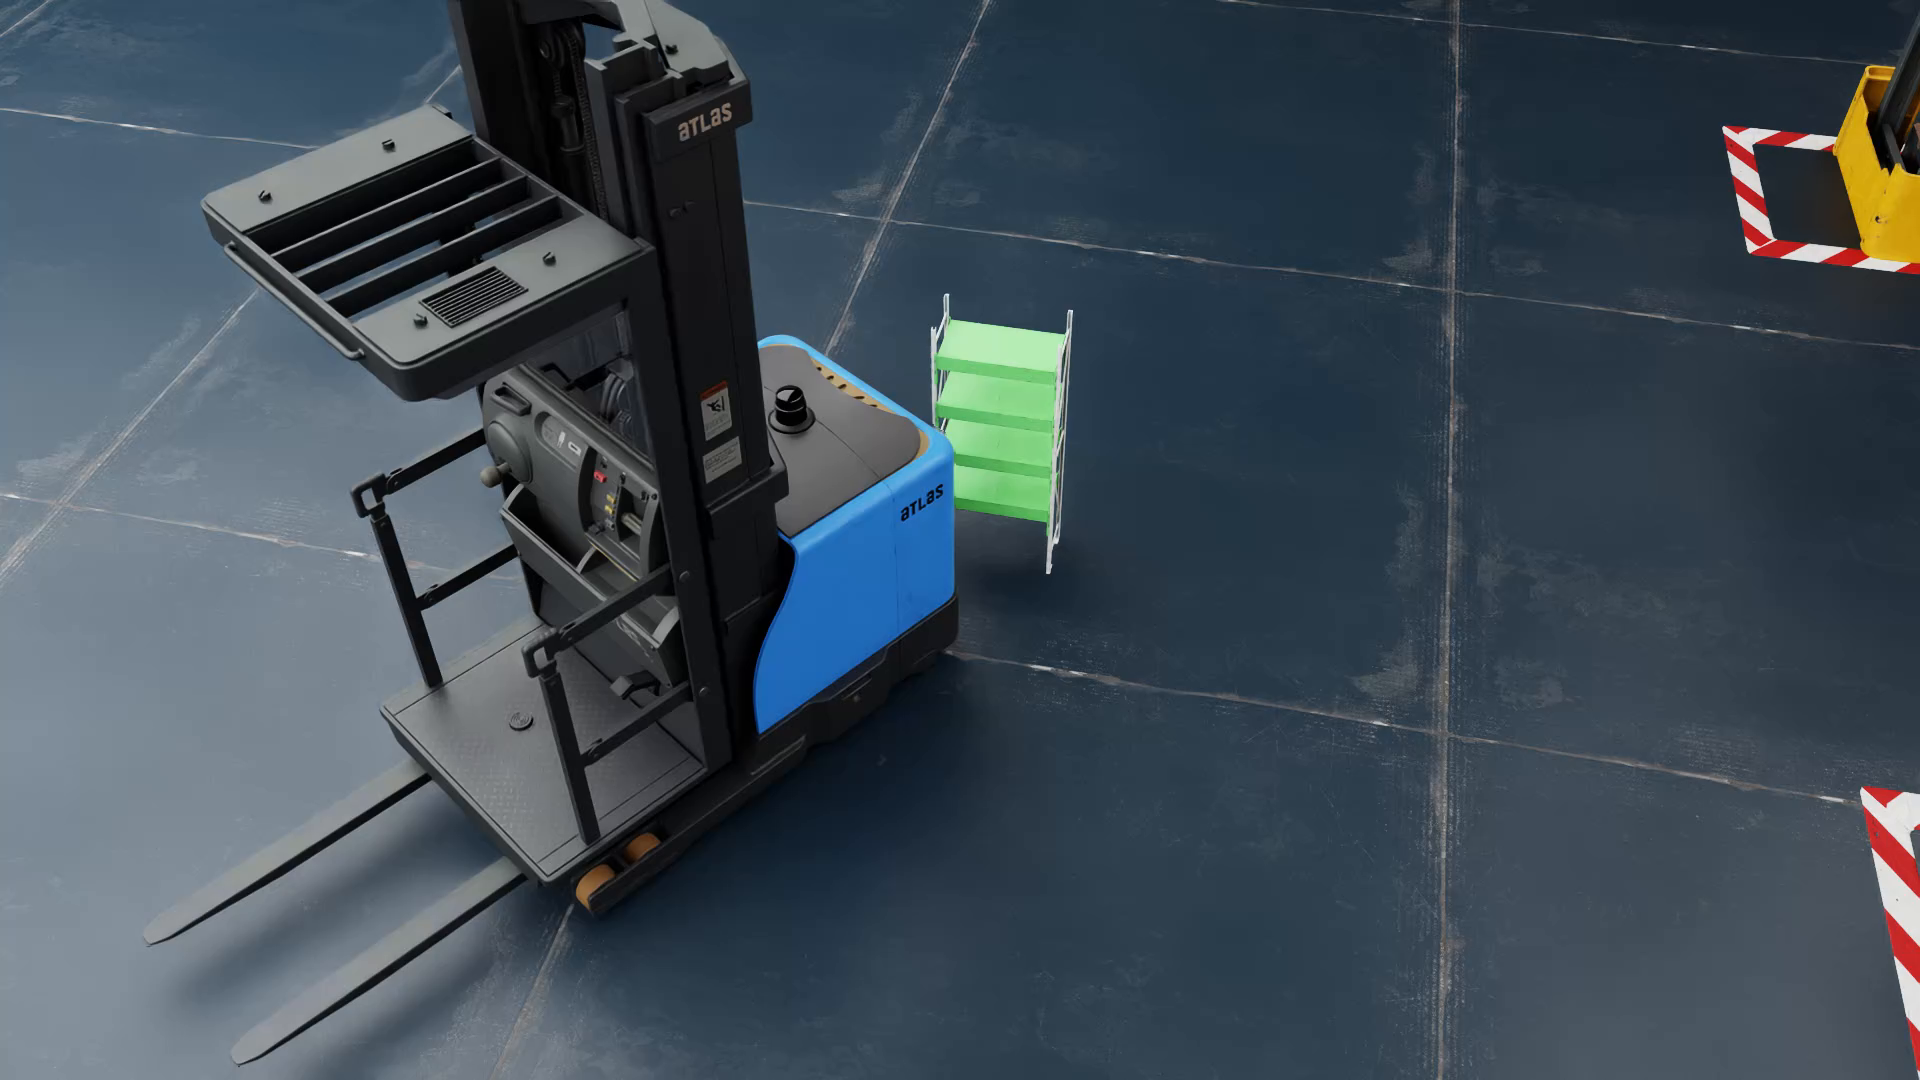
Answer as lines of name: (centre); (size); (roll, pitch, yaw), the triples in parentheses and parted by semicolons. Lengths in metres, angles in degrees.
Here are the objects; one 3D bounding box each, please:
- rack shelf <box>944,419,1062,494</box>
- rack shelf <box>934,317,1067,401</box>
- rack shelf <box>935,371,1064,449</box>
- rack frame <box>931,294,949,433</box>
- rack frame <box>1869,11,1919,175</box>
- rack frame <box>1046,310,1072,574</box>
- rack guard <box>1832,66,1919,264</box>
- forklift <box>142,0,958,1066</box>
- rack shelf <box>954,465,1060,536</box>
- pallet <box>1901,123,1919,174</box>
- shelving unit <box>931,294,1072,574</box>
rack shelf: (0.162, -0.361, 6.812); (0.480, 0.148, 0.258); (9, 45, 9)
rack shelf: (0.162, -0.707, 6.479); (0.480, 0.148, 0.258); (9, 45, 9)
rack shelf: (0.162, -0.534, 6.646); (0.480, 0.148, 0.258); (9, 45, 9)
rack frame: (-0.077, -0.444, 6.806); (0.015, 1.200, 0.240); (9, 45, 9)
rack frame: (5.080, -2.935, 8.096); (0.127, 3.000, 1.000); (9, 45, 9)
rack frame: (0.400, -0.370, 6.730); (0.015, 1.200, 0.240); (9, 45, 9)
rack guard: (5.057, -2.038, 8.967); (0.348, 0.500, 1.175); (9, 45, 9)
forklift: (-1.409, -0.158, 5.260); (3.031, 2.935, 1.130); (-34, 54, -30)
rack shelf: (0.162, -0.188, 6.979); (0.480, 0.148, 0.258); (9, 45, 9)
pallet: (5.835, -1.843, 8.972); (1.213, 0.211, 1.003); (9, 45, 9)
shelving unit: (0.162, -0.407, 6.768); (0.503, 1.200, 0.258); (9, 45, 9)
